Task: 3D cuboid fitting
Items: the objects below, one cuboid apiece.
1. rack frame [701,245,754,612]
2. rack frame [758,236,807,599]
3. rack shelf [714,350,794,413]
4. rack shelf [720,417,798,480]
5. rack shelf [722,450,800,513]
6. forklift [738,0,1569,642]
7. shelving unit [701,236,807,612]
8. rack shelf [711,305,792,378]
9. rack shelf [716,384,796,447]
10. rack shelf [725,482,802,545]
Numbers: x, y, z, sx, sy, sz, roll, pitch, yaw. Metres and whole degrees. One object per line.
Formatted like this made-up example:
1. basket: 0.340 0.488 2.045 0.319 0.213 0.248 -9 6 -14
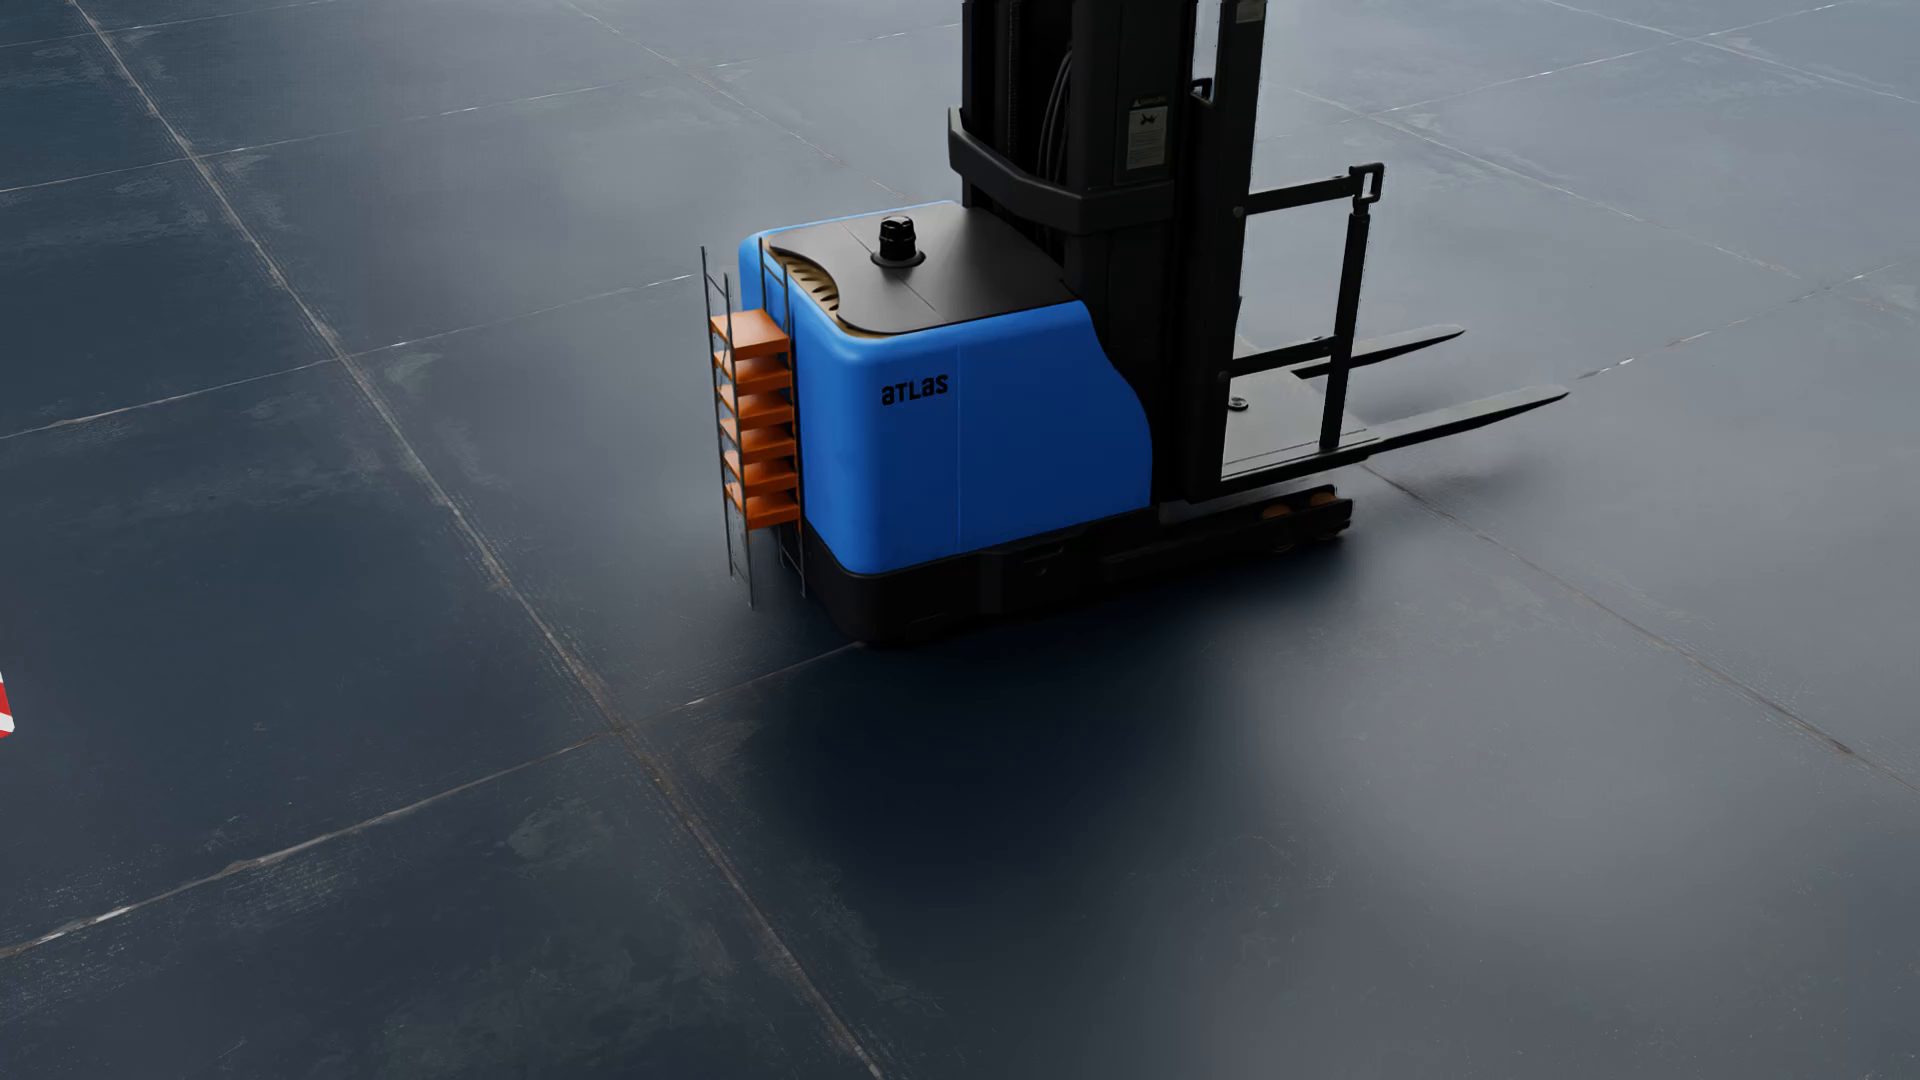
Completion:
1. rack frame: -0.732 -0.327 5.265 0.006 1.200 0.240 -14 35 -21
2. rack frame: -0.567 -0.368 5.331 0.006 1.200 0.240 -14 35 -21
3. rack shelf: -0.649 -0.513 5.194 0.180 0.103 0.258 -14 35 -21
4. rack shelf: -0.649 -0.310 5.322 0.180 0.103 0.258 -14 35 -21
5. rack shelf: -0.649 -0.209 5.386 0.180 0.103 0.258 -14 35 -21
6. forklift: 0.818 -1.437 5.402 3.031 2.935 1.130 -14 35 -21
7. shelving unit: -0.649 -0.348 5.298 0.189 1.200 0.258 -14 35 -21
8. rack shelf: -0.649 -0.614 5.130 0.180 0.103 0.258 -14 35 -21
9. rack shelf: -0.649 -0.411 5.258 0.180 0.103 0.258 -14 35 -21
10. rack shelf: -0.649 -0.107 5.450 0.180 0.103 0.258 -14 35 -21
